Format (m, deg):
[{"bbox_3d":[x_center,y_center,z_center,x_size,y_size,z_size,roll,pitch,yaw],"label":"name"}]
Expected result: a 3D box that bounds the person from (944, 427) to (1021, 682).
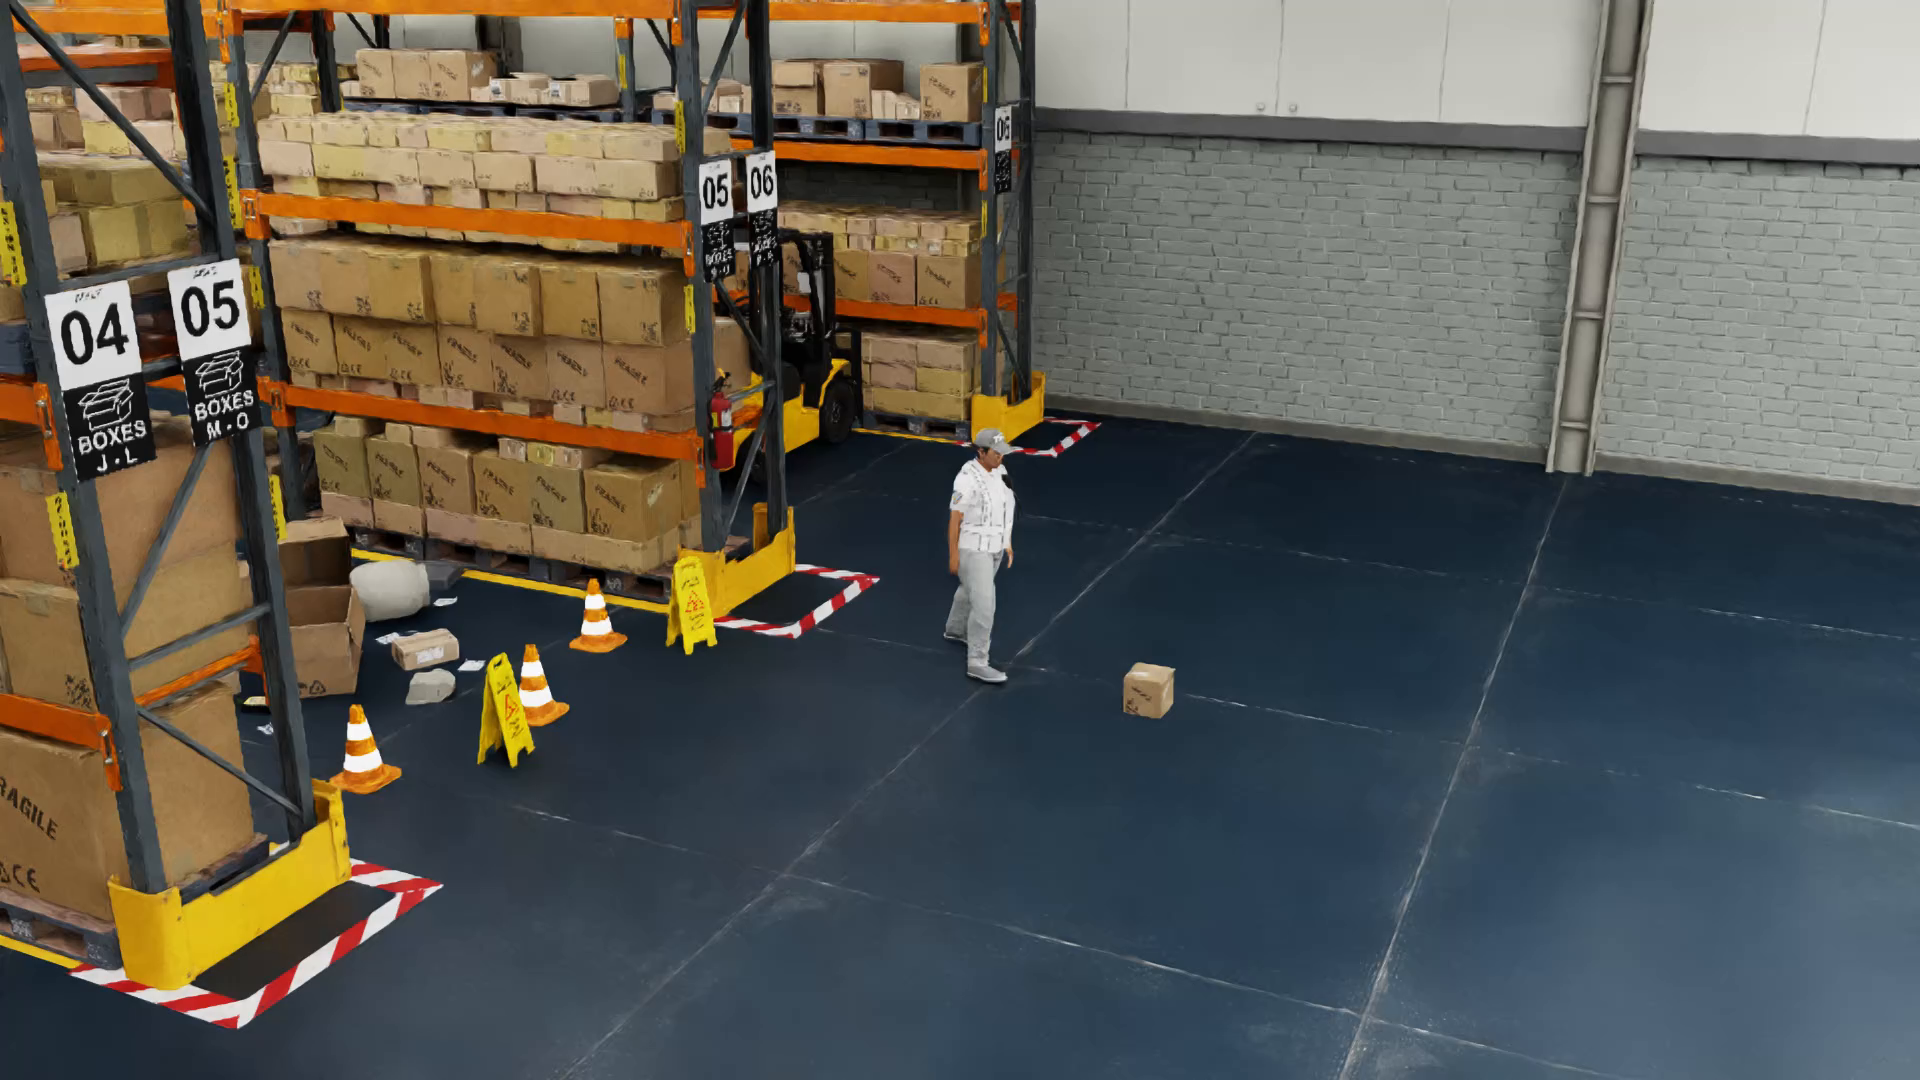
[{"bbox_3d":[0.115,0.042,10.975,0.775,1.619,0.599,13,23,33],"label":"person"}]
